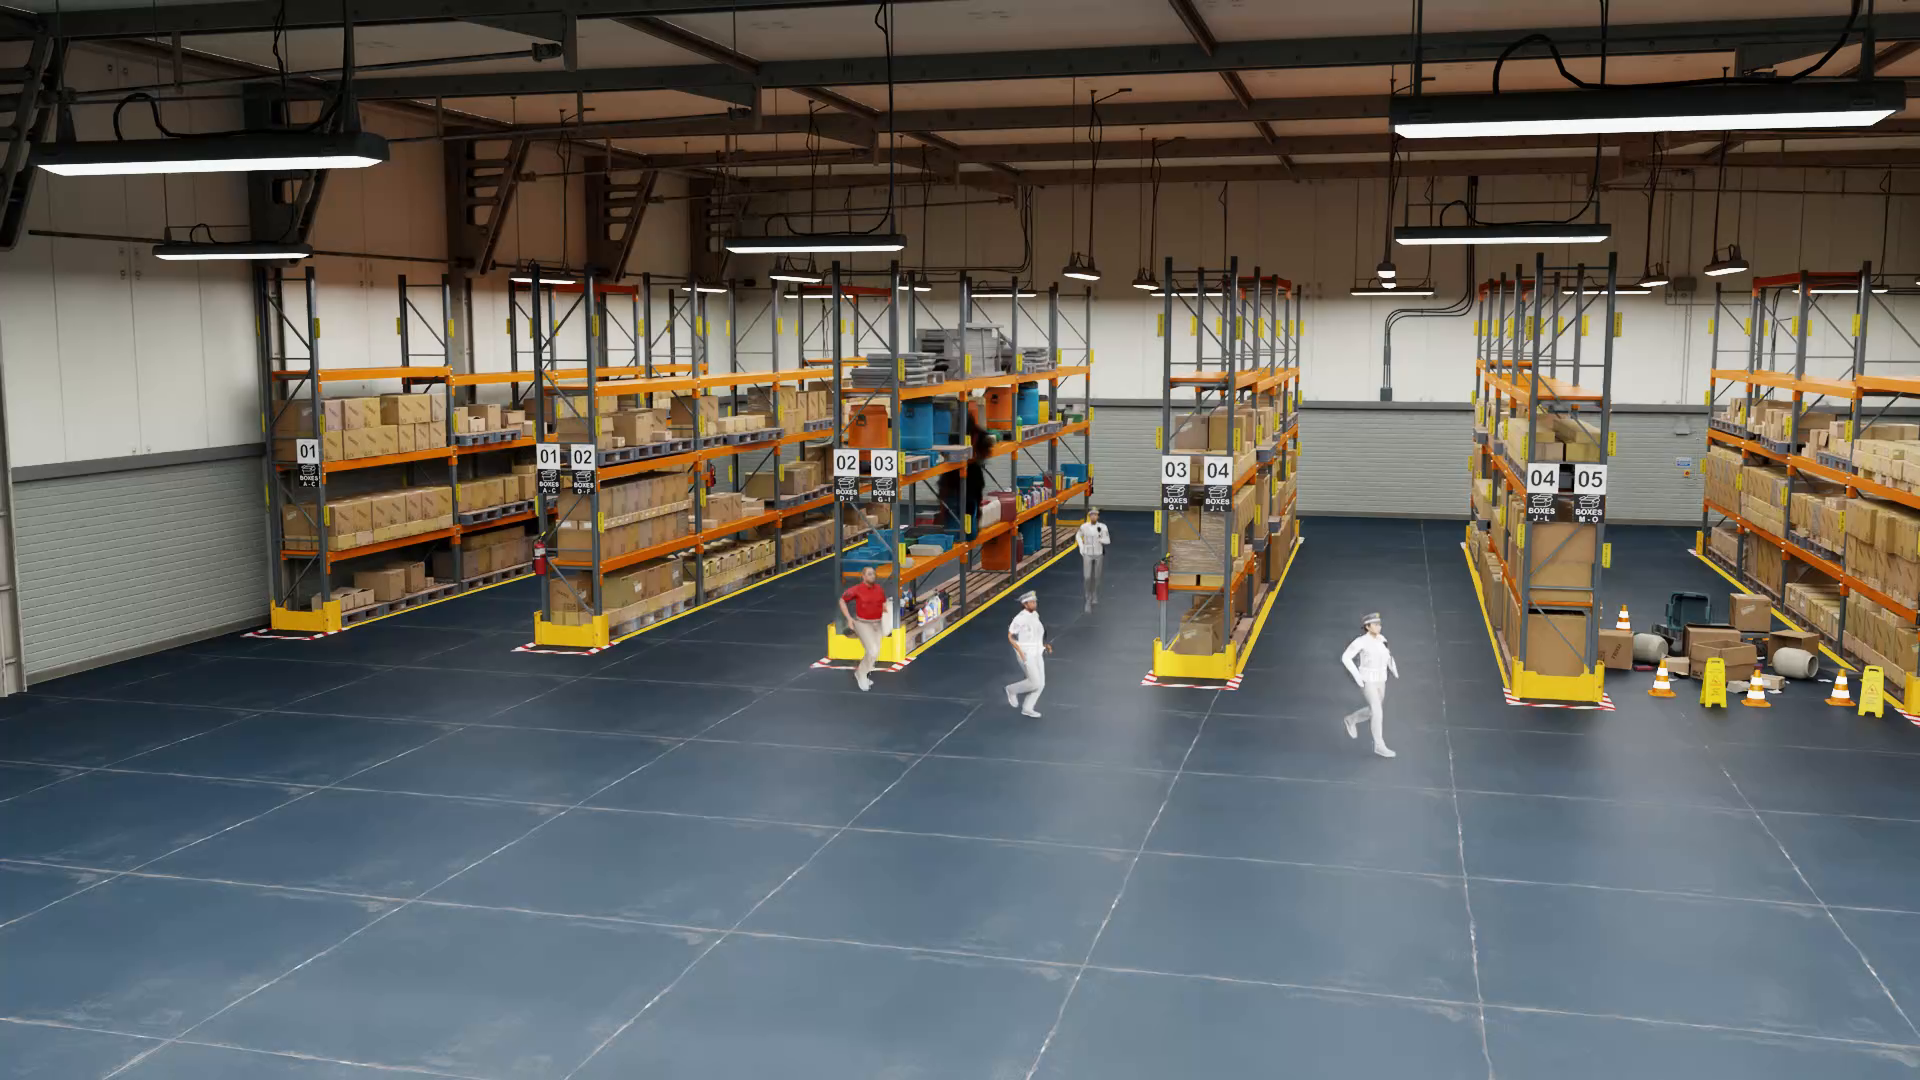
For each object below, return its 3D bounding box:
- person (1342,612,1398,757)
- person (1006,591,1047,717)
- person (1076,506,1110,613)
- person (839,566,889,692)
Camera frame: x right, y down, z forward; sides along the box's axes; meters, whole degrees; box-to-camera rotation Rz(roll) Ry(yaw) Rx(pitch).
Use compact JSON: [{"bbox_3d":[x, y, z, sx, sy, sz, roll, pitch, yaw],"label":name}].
[{"bbox_3d":[4.855,1.673,19.702,0.643,1.665,0.857,-4,9,-32],"label":"person"},{"bbox_3d":[0.855,1.463,21.541,0.458,1.651,0.550,5,9,37],"label":"person"},{"bbox_3d":[2.258,0.316,28.257,0.590,1.798,0.526,1,7,6],"label":"person"},{"bbox_3d":[-1.247,1.238,23.090,0.642,1.739,0.694,-7,10,-44],"label":"person"}]
